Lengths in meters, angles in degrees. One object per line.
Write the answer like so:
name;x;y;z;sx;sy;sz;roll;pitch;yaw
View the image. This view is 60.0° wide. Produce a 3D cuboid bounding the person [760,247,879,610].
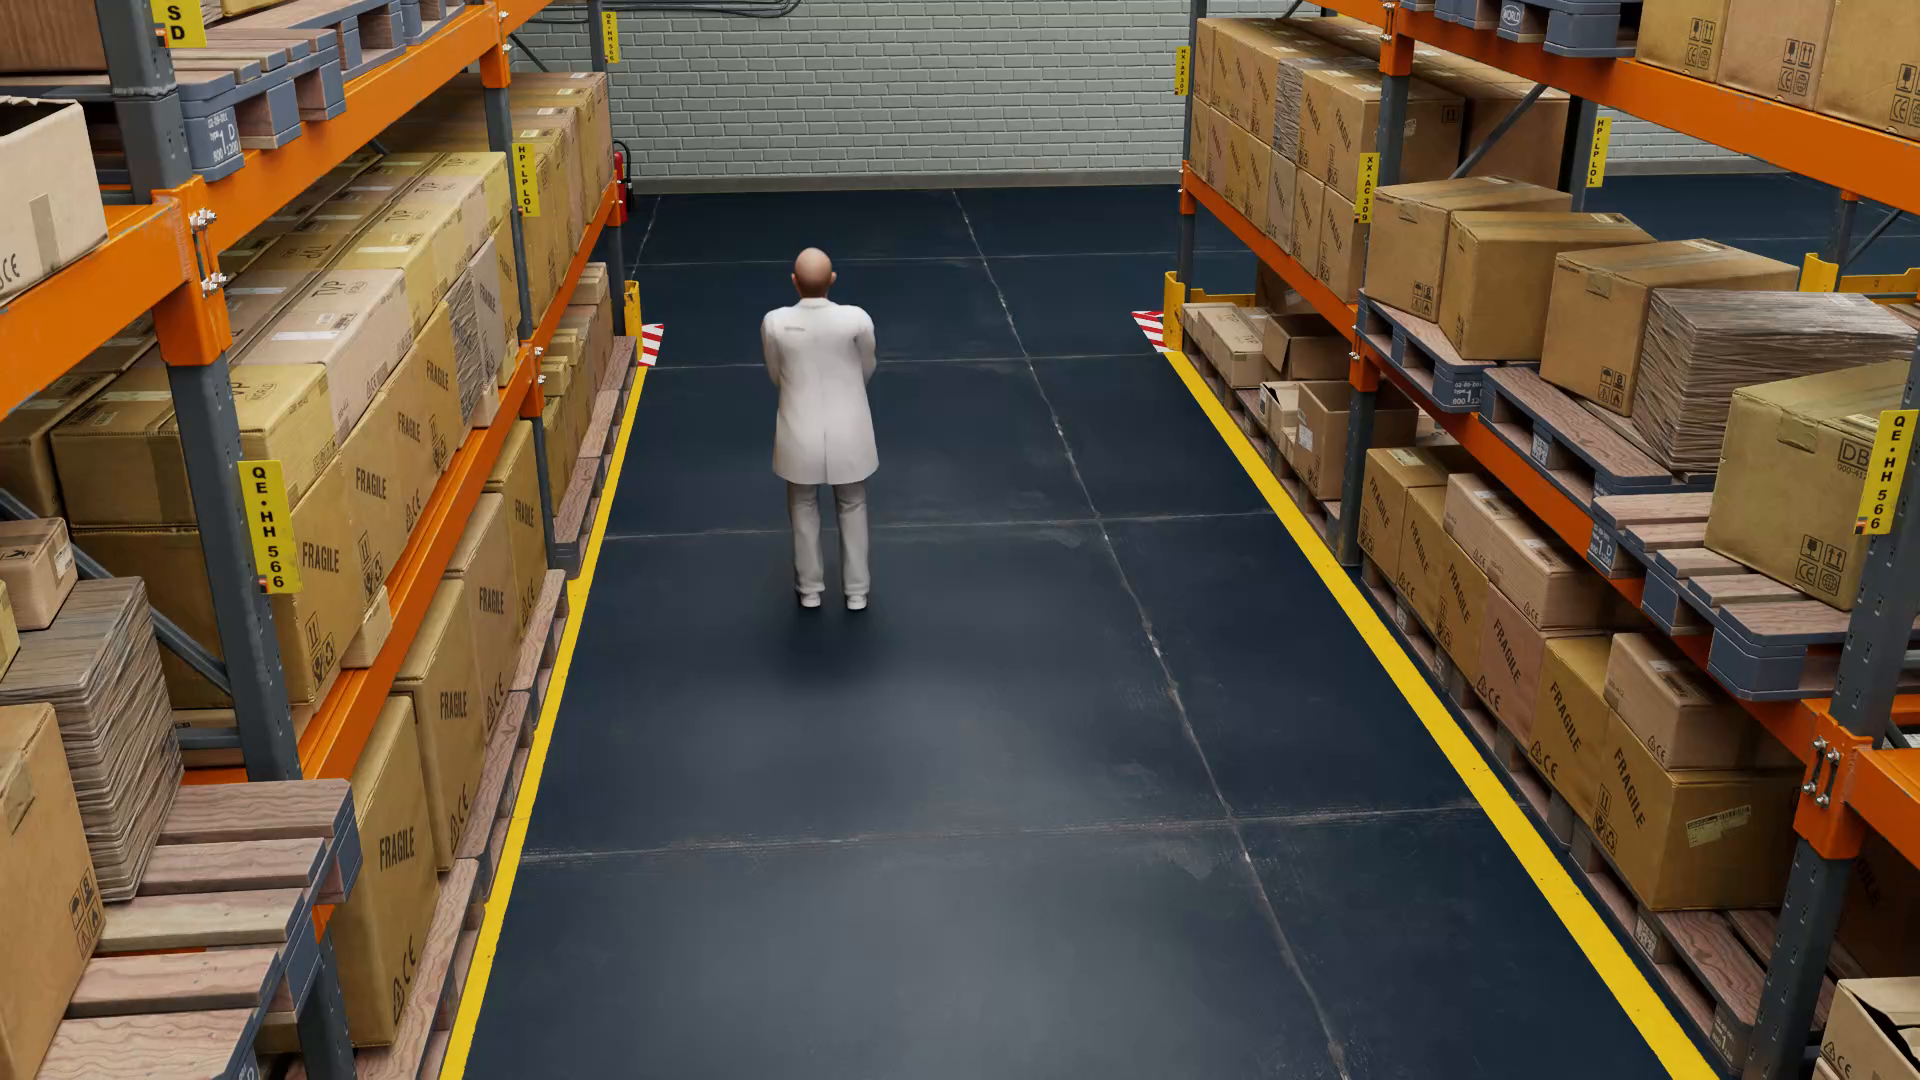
person;-0.655;-0.553;7.904;0.530;1.769;0.563;-2;23;-4
